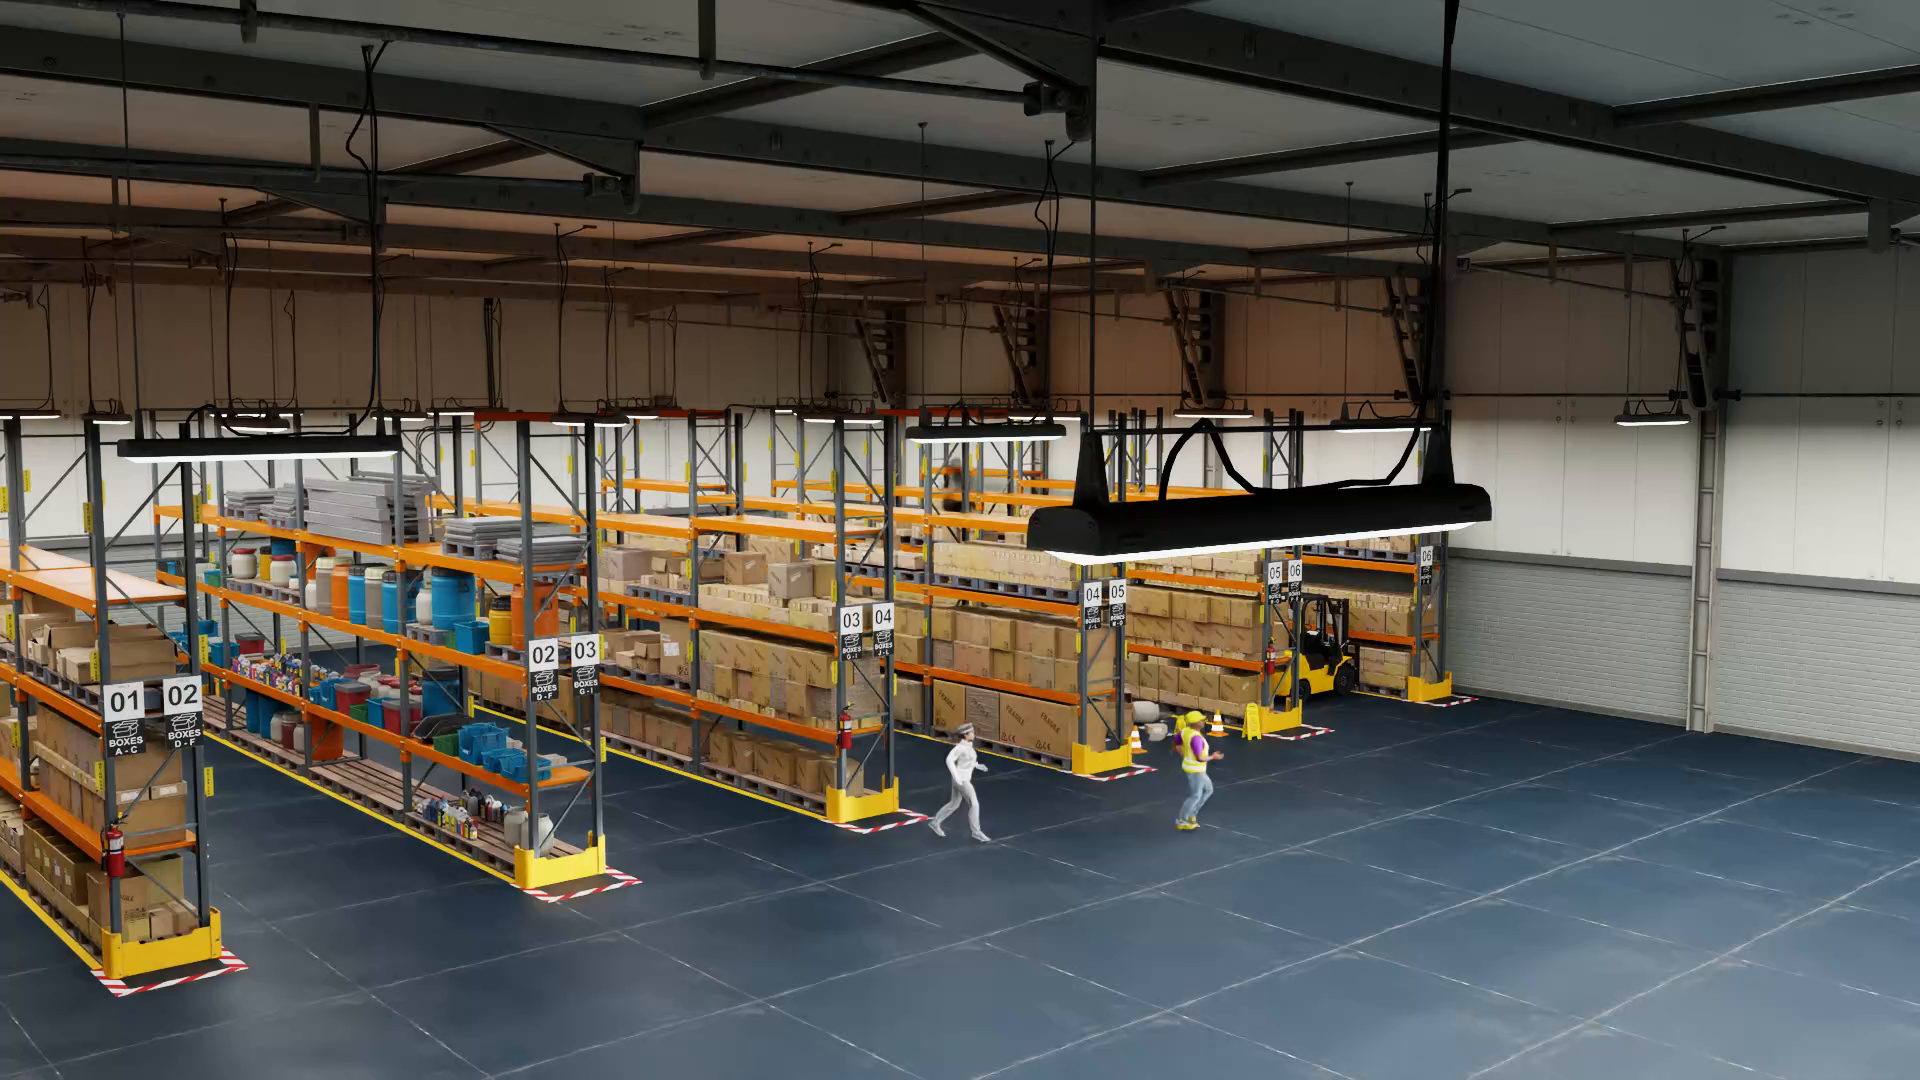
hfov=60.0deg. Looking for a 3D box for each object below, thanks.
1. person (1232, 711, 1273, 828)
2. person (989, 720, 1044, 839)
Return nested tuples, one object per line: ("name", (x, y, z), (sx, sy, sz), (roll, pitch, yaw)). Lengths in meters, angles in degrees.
("person", (4.286, 3.341, 24.194), (0.651, 1.712, 0.688), (-1, 5, -8))
("person", (0.818, 3.418, 23.615), (0.767, 1.744, 0.626), (0, 5, -4))
